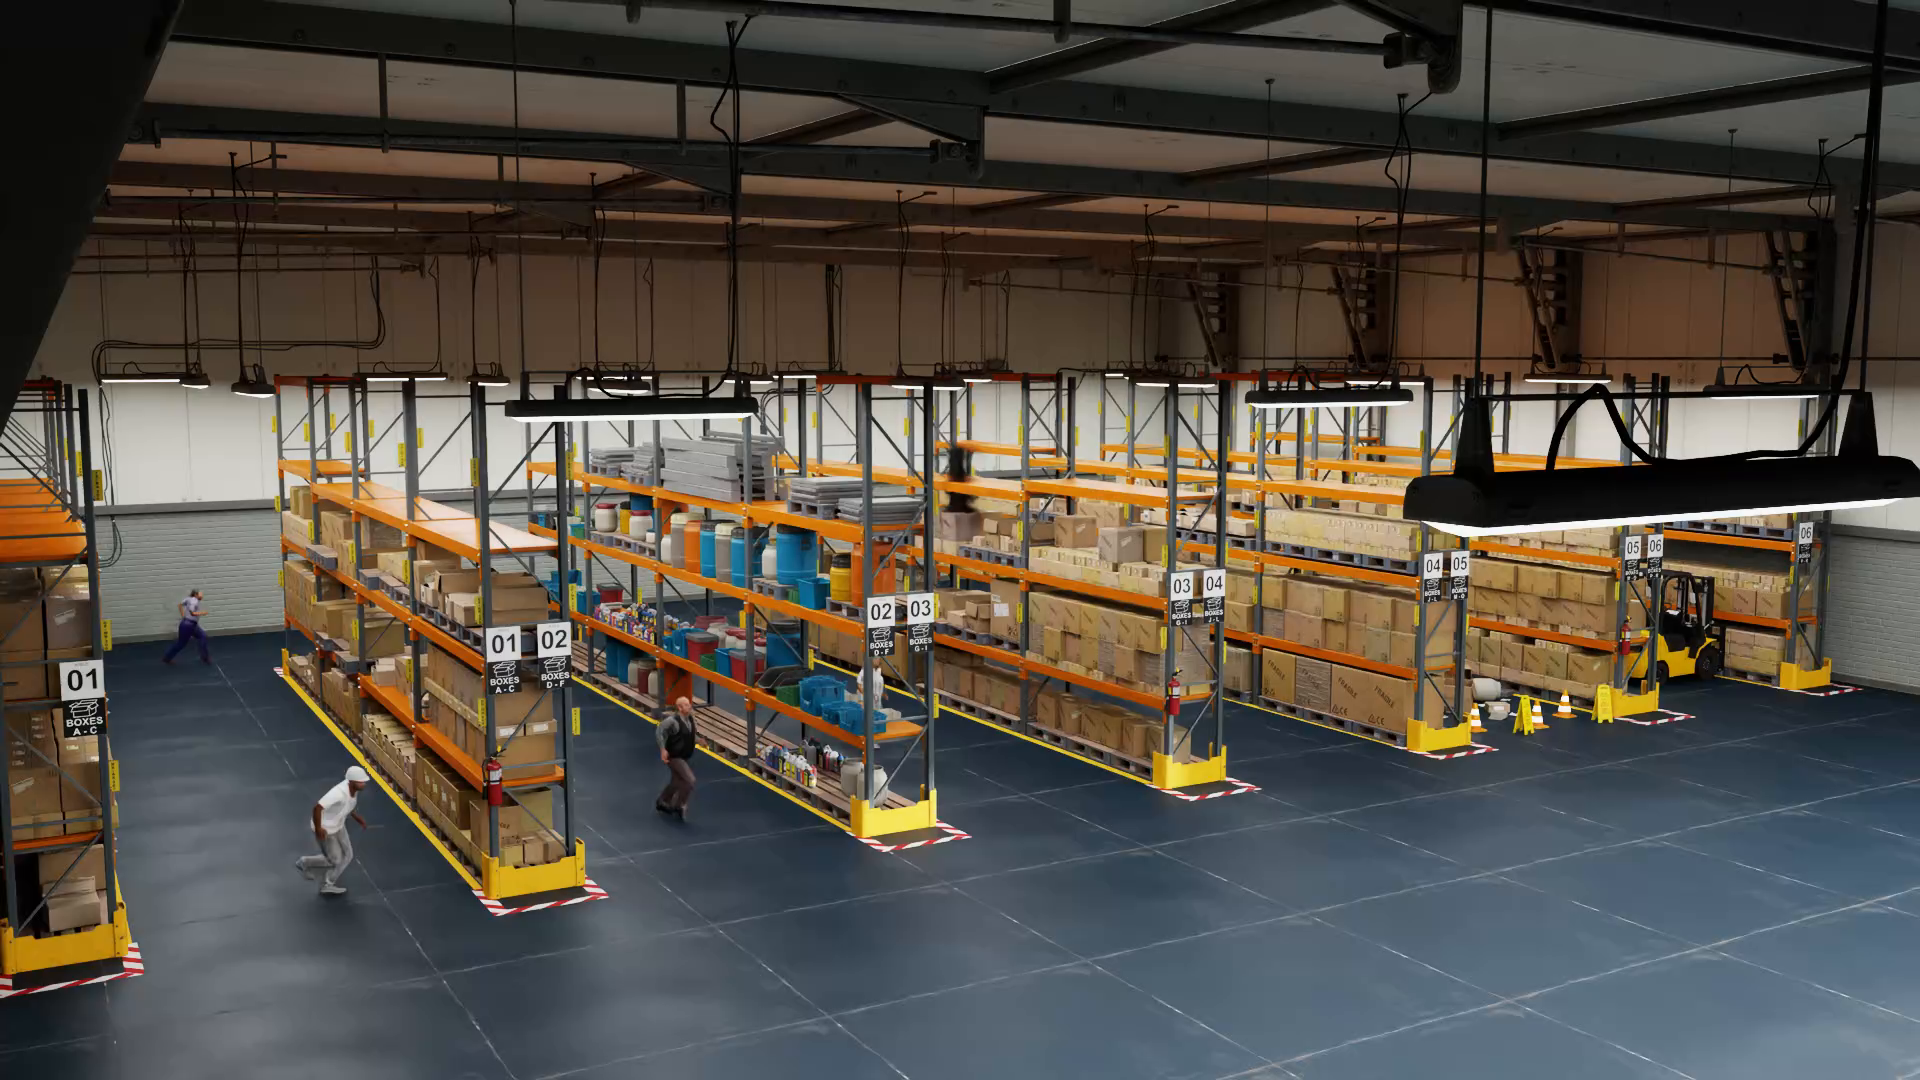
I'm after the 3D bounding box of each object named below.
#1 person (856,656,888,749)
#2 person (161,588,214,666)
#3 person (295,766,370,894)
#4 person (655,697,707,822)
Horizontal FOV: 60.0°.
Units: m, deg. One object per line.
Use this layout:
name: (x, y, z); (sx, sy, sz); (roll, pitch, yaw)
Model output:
person: (-1.509, 2.594, 27.022); (0.613, 1.601, 0.607); (4, 7, 33)
person: (-15.833, 1.822, 34.009); (0.973, 1.661, 0.614); (-3, 7, -25)
person: (-7.405, 3.424, 19.596); (0.983, 1.560, 0.721); (1, 6, 11)
person: (-3.861, 3.006, 22.819); (0.834, 1.739, 0.607); (3, 7, 24)
